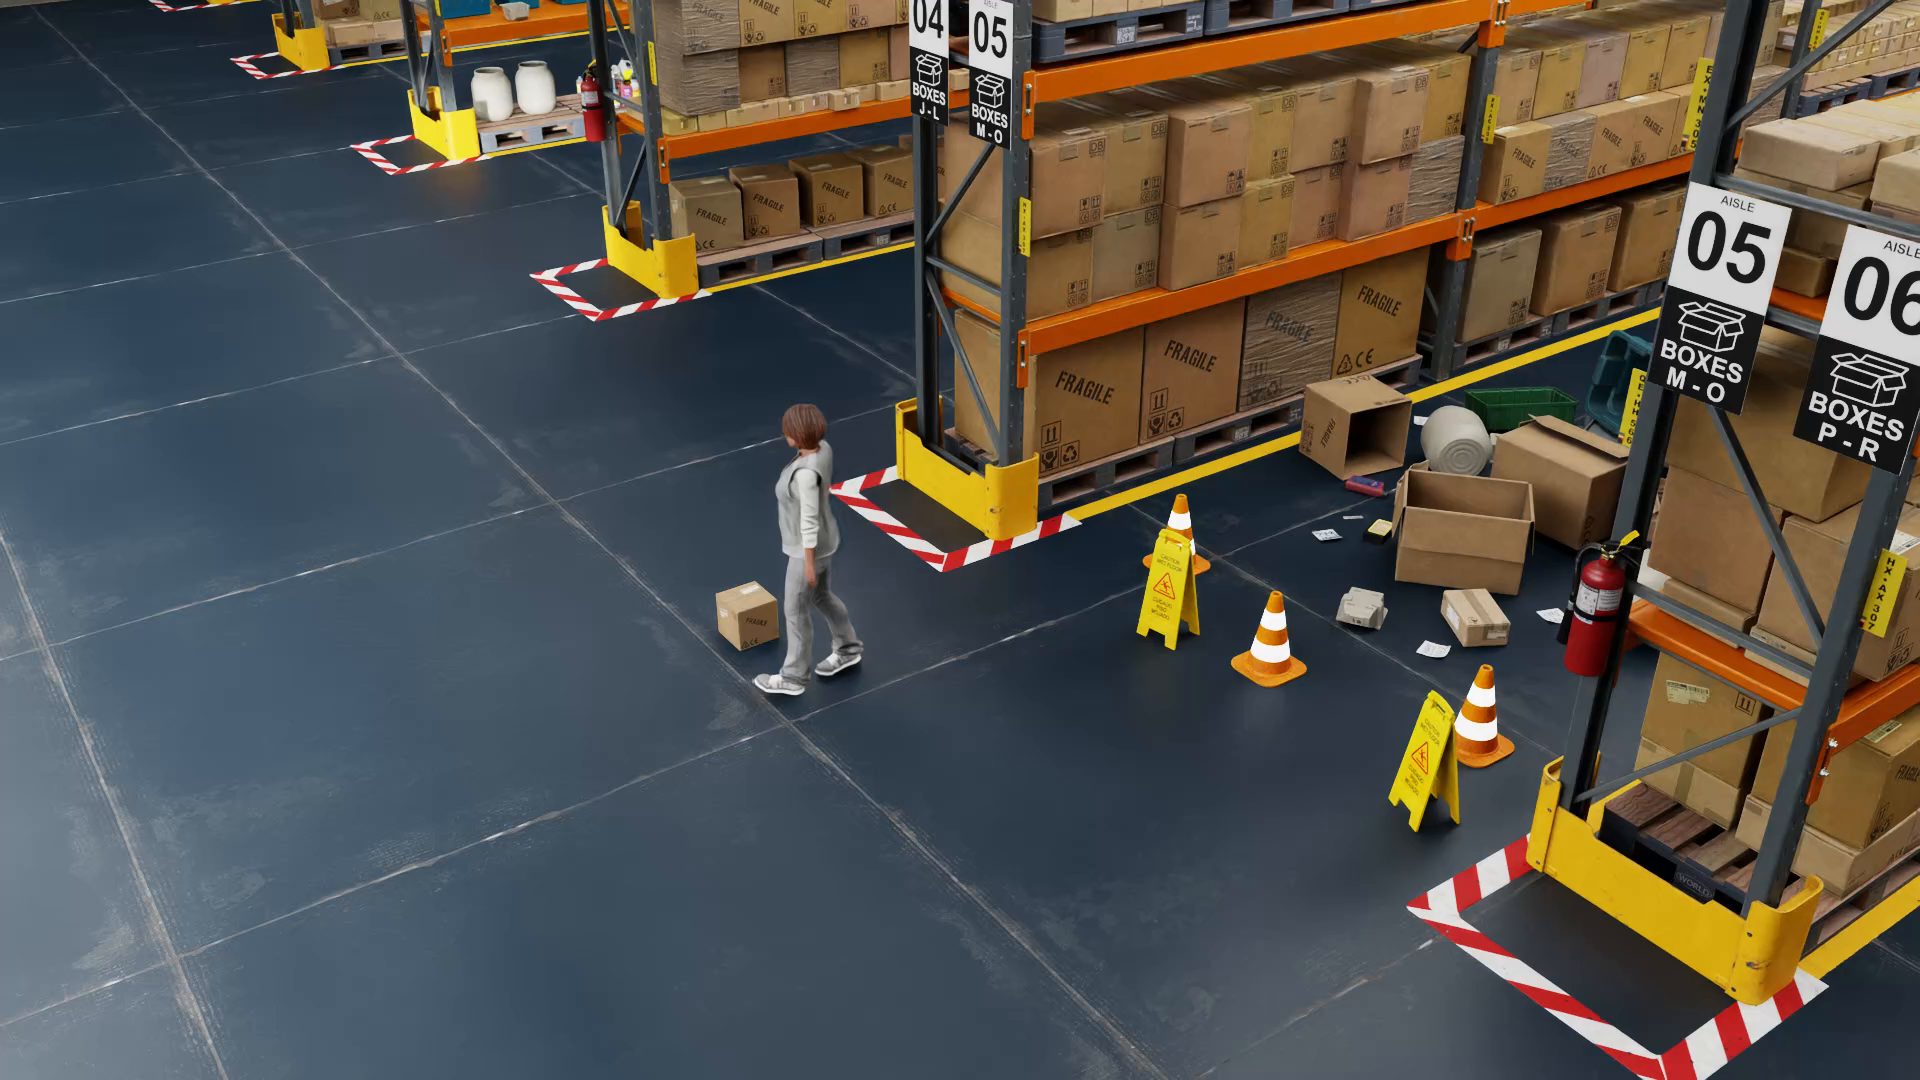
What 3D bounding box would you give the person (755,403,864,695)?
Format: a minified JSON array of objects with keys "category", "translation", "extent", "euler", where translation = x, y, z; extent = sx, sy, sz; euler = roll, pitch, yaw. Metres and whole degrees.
[{"category":"person","translation":[-0.803,0.042,8.528],"extent":[0.547,1.593,0.411],"euler":[2,29,4]}]
